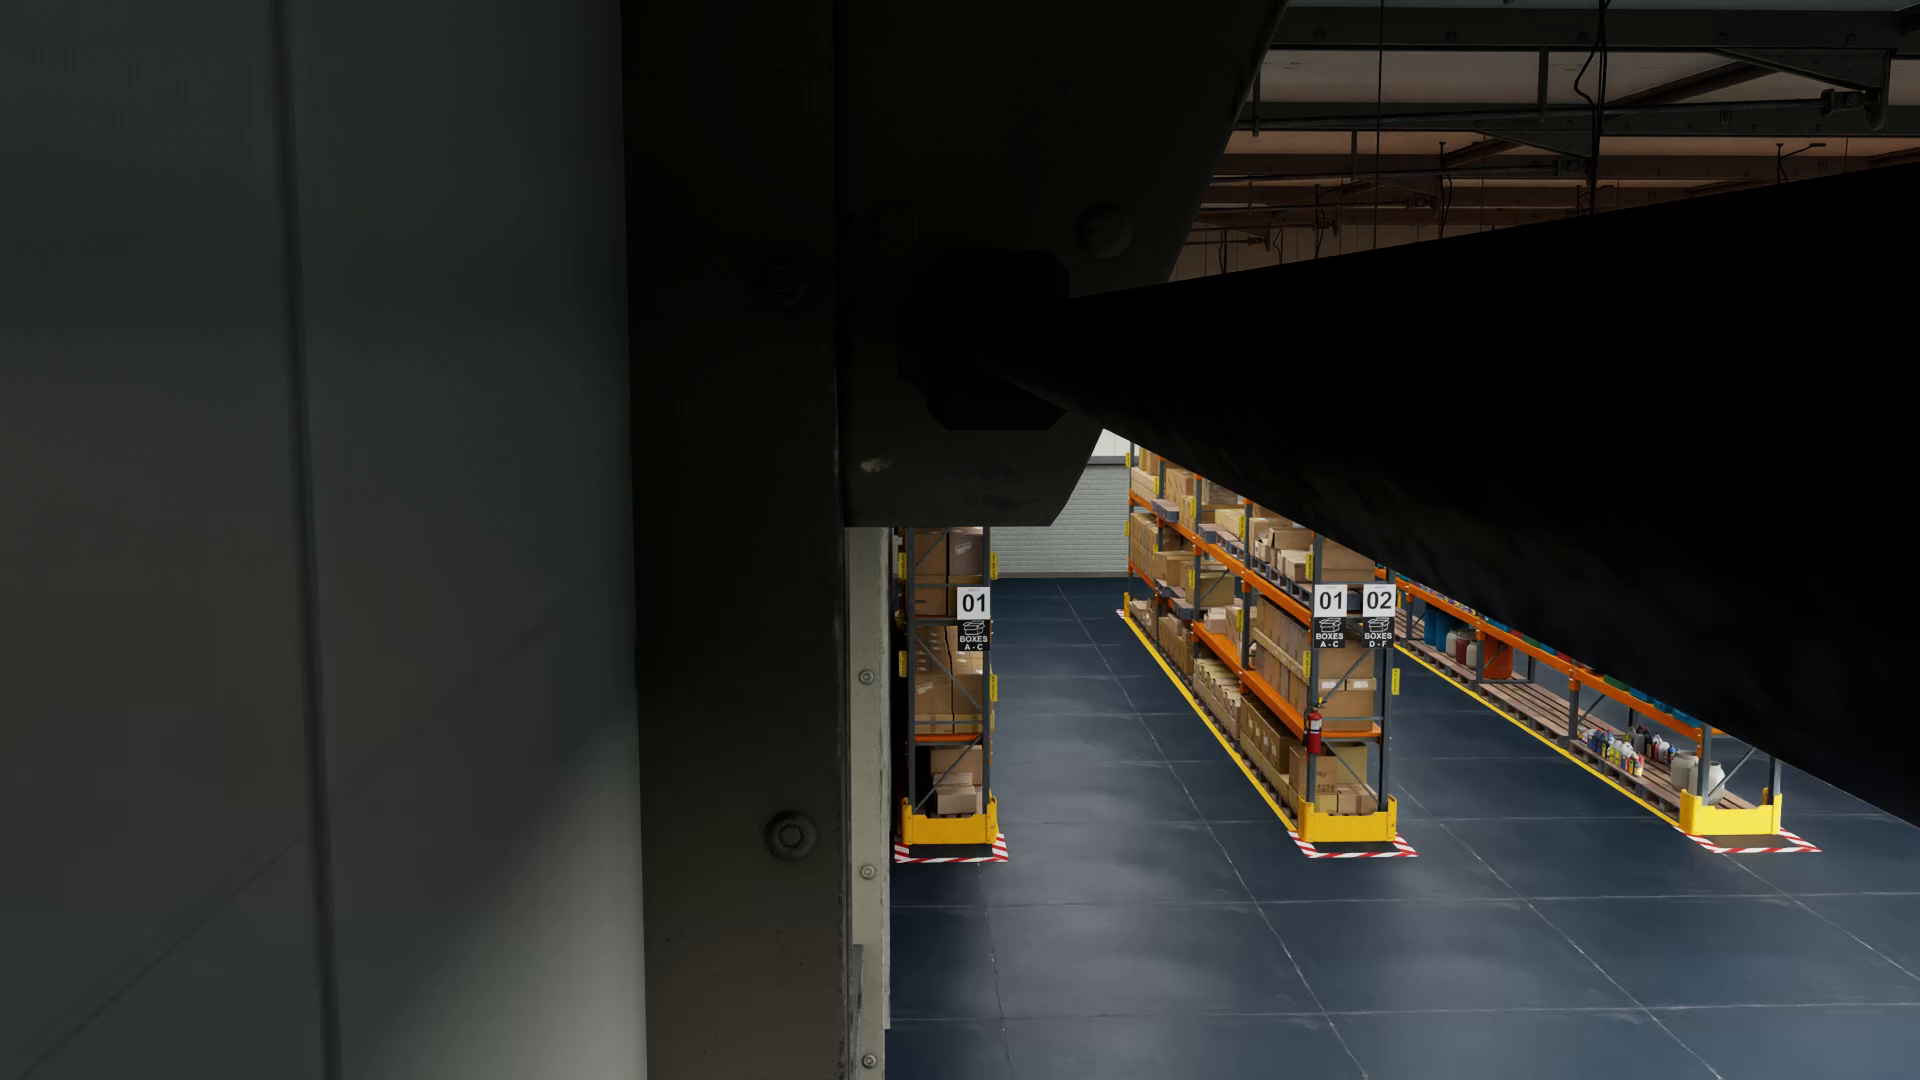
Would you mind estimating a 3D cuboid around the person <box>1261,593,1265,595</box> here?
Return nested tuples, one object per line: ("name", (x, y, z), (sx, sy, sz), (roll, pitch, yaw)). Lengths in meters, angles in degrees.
("person", (7.060, 0.622, 38.257), (0.493, 1.605, 1.034), (-1, 7, -5))
